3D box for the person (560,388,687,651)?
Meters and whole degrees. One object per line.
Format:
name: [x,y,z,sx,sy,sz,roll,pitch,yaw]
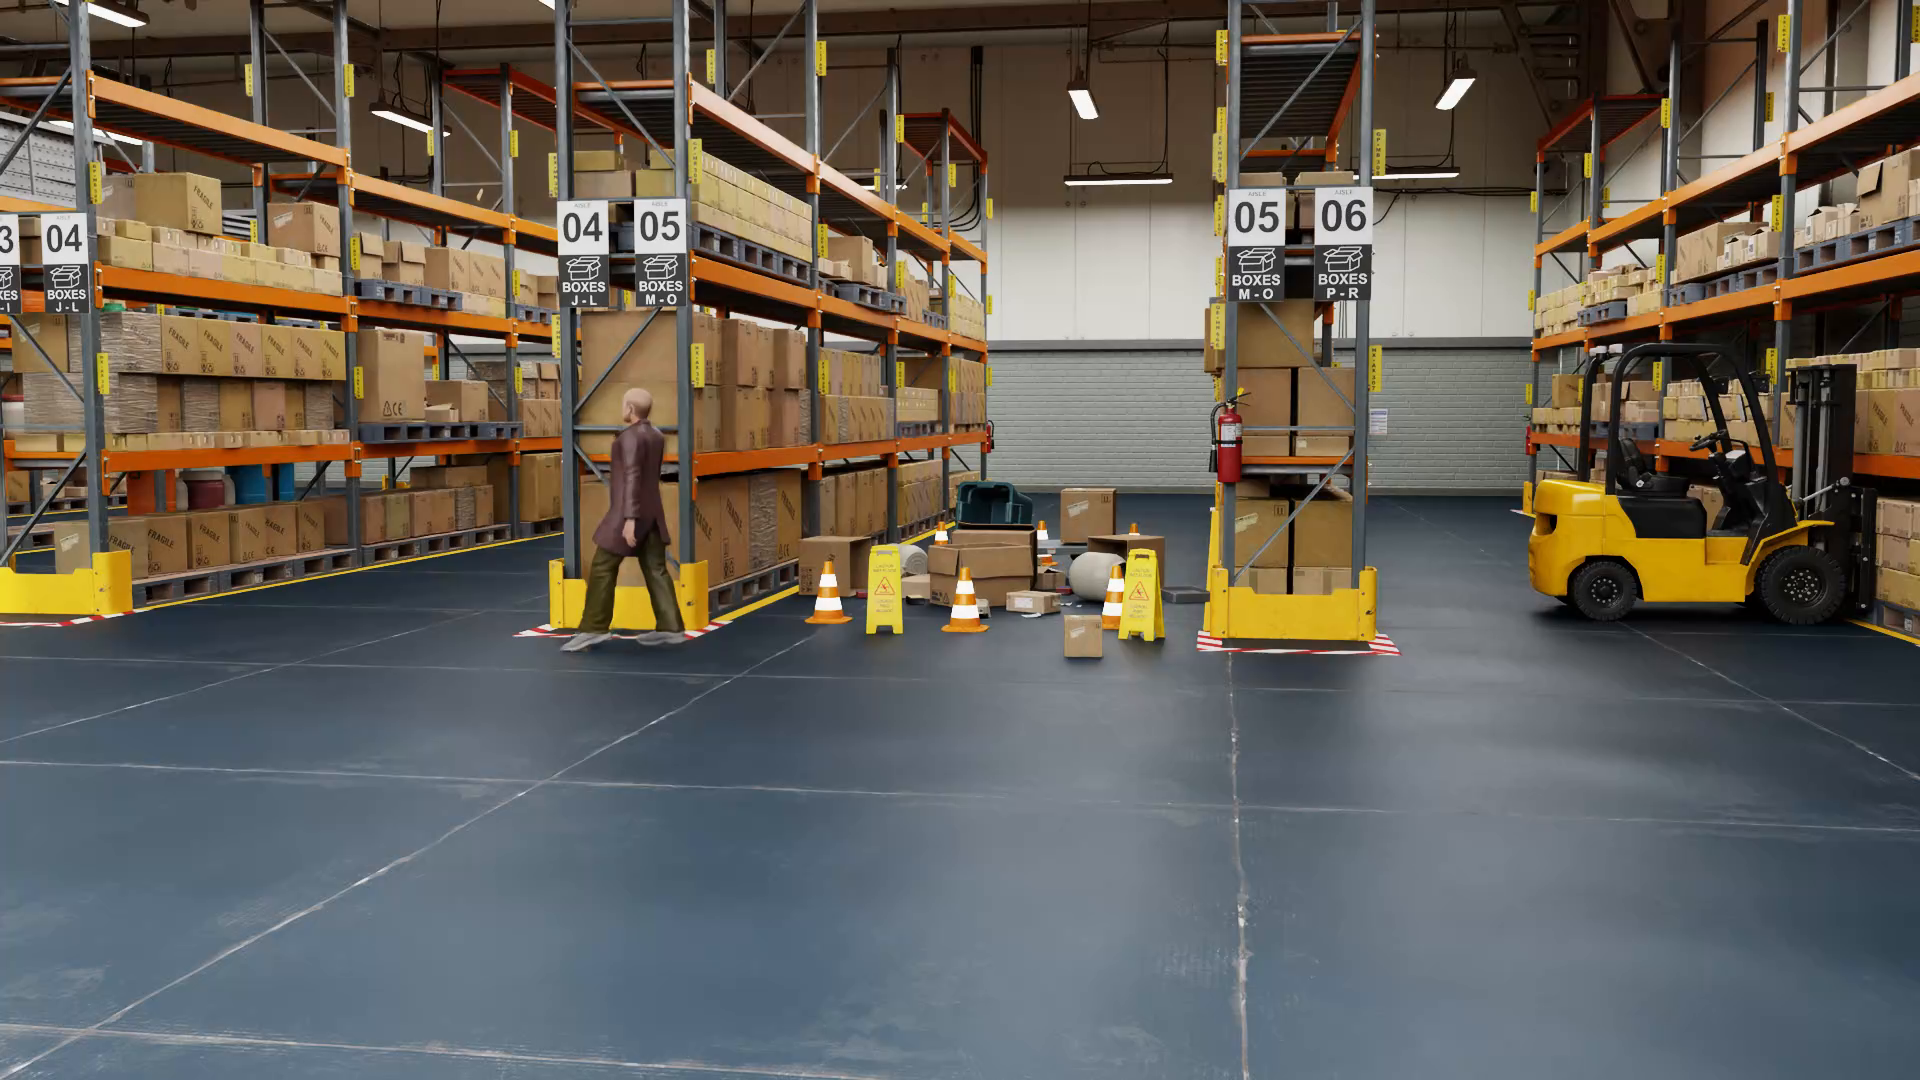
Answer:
person: [-2.270,-0.132,11.348,0.859,1.807,0.642,2,5,19]
